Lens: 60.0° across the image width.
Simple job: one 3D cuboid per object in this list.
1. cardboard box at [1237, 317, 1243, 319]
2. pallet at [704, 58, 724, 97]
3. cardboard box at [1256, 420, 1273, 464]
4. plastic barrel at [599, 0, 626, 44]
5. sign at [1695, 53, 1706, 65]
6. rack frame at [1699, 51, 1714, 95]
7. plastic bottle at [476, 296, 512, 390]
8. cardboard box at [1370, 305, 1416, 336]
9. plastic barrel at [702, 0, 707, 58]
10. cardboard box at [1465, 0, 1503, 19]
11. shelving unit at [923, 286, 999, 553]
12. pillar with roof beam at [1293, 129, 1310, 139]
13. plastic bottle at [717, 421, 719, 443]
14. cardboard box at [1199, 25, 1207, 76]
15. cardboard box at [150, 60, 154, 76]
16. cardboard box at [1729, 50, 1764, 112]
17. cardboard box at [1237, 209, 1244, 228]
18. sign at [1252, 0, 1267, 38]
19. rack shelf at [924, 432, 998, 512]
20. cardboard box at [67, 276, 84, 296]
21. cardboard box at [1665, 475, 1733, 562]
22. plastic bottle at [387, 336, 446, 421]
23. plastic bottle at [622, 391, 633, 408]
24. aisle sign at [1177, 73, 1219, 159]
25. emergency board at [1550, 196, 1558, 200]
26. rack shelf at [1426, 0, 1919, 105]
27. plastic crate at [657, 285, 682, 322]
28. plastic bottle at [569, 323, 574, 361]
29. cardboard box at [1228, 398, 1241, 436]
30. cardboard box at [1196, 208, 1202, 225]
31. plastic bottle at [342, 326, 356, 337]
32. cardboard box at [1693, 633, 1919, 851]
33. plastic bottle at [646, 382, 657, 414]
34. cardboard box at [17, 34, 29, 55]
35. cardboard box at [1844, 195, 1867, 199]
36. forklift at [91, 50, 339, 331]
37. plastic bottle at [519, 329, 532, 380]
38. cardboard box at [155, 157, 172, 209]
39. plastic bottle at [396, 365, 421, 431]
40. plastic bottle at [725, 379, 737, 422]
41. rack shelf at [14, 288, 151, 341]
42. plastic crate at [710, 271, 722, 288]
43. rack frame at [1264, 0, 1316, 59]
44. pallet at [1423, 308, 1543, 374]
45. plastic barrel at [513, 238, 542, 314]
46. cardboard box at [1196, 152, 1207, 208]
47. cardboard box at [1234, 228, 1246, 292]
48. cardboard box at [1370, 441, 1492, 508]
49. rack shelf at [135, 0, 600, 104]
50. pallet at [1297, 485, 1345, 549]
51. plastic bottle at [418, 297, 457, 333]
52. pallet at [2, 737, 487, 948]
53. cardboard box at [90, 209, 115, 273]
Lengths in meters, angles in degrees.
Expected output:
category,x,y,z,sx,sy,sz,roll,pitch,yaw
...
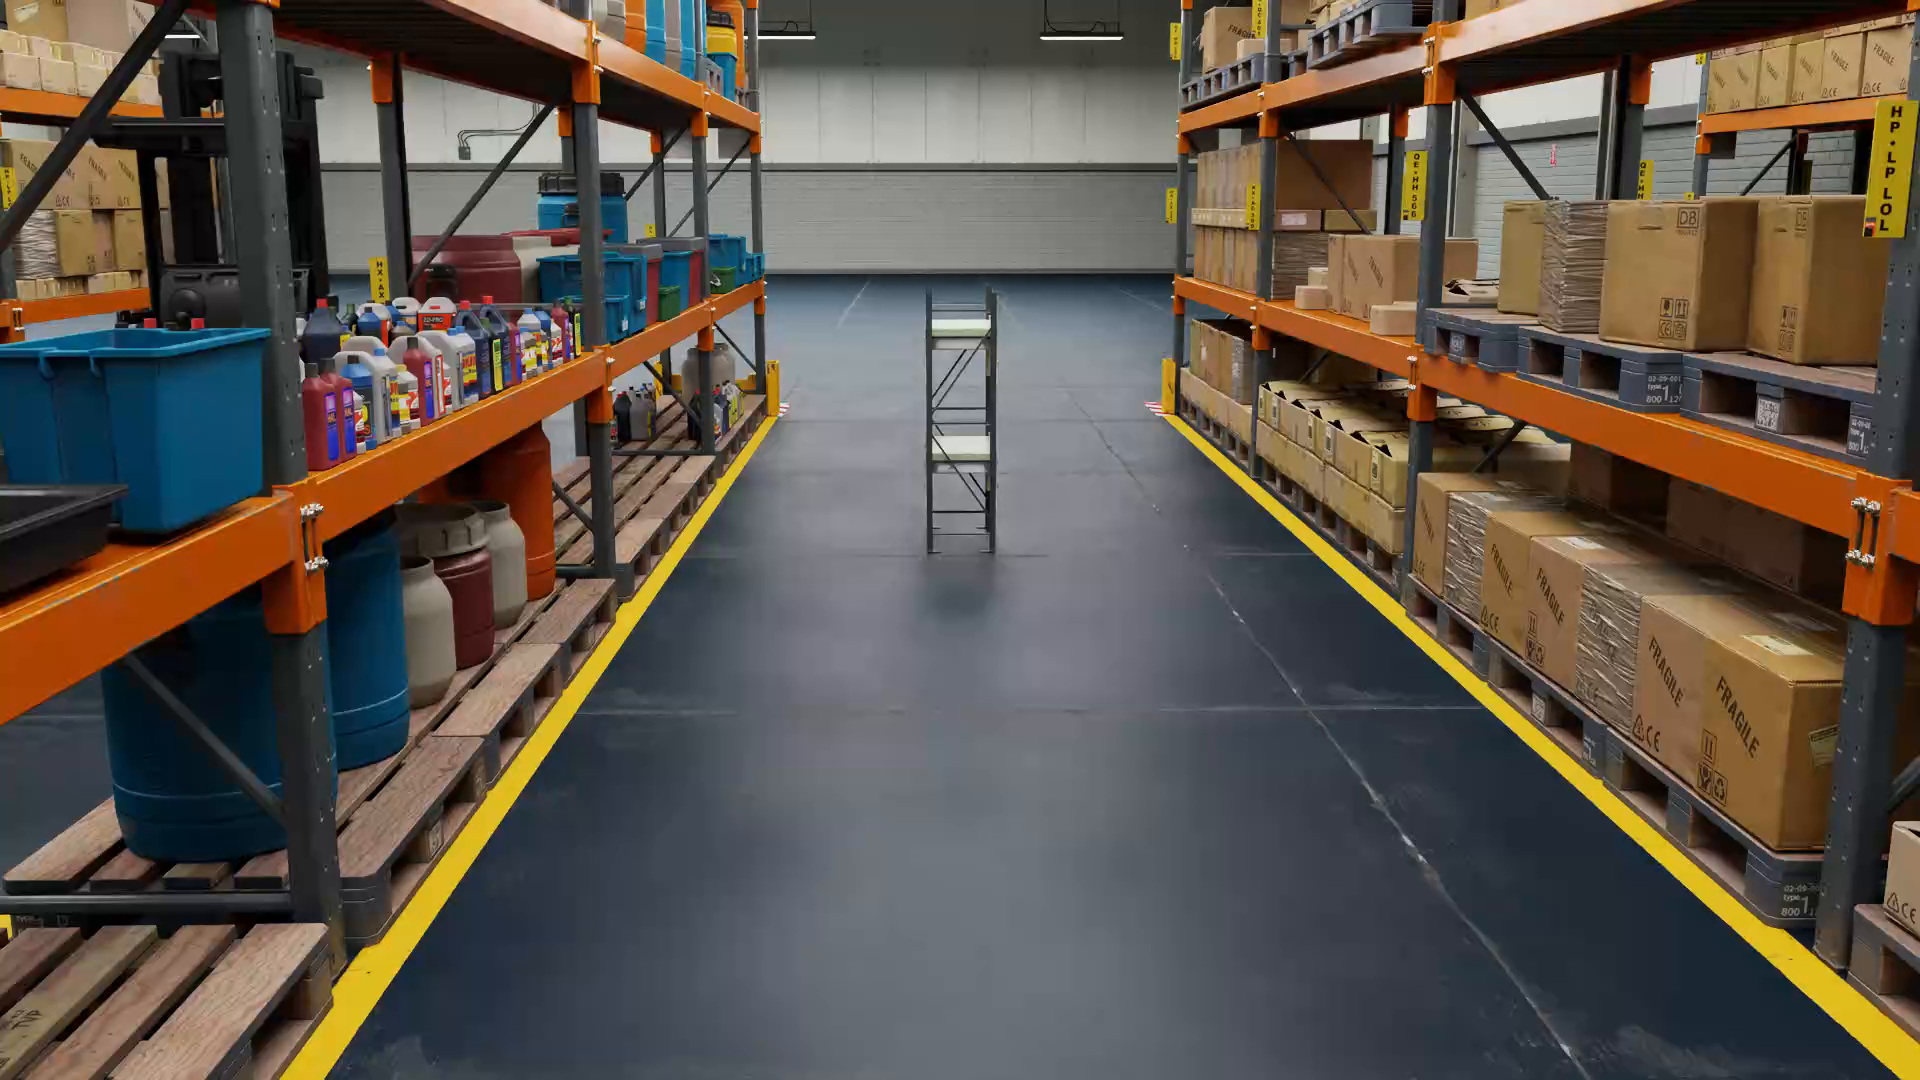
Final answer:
category,x,y,z,sx,sy,sz,roll,pitch,yaw
cardboard box,2.878,-1.842,15.569,0.500,0.500,0.500,0,11,-1
pallet,-2.413,-3.428,12.341,1.213,0.211,1.003,0,11,-1
cardboard box,2.413,-0.704,11.843,0.500,0.250,0.500,-1,11,-3
plastic barrel,-2.018,-2.992,8.457,0.600,0.901,0.600,0,11,0
sign,6.980,-4.639,15.639,0.100,0.325,0.005,0,11,-1
rack frame,7.522,-5.683,15.439,1.000,3.000,0.127,0,11,-1
plastic bottle,-1.797,-0.750,6.336,0.144,0.351,0.185,0,11,-1
cardboard box,2.440,-1.186,8.993,0.380,0.149,0.250,0,11,-1
plastic barrel,-2.214,-4.027,12.503,0.600,0.901,0.708,0,11,-1
cardboard box,2.778,-2.564,7.358,0.910,0.500,0.500,0,11,-1
shelving unit,0.000,-0.736,9.917,0.431,1.500,0.755,0,11,-1
pillar with roof beam,3.601,-10.301,38.199,9.100,9.000,0.548,0,11,-1
plastic bottle,-1.871,-0.837,12.570,0.097,0.201,0.097,0,11,0
cardboard box,2.577,-4.403,15.004,0.797,0.503,0.637,1,11,3
cardboard box,-7.104,-4.014,14.132,0.380,0.149,0.250,0,11,0
cardboard box,7.254,-4.097,14.865,0.500,0.500,0.500,1,11,3
cardboard box,2.413,-2.549,13.197,0.380,0.149,0.250,0,11,-1
sign,2.097,-3.686,11.642,0.100,0.325,0.005,0,11,-1
rack shelf,0.000,-0.417,9.981,0.431,0.370,0.720,0,11,-1
cardboard box,-6.995,-1.957,12.791,0.380,0.149,0.250,0,11,-1
cardboard box,3.020,-0.090,6.254,0.500,0.250,0.500,0,11,-2
plastic bottle,-1.783,-0.534,5.457,0.152,0.276,0.135,0,11,-1
plastic bottle,-2.606,-0.989,12.948,0.144,0.351,0.185,-1,11,-4
aisle sign,2.262,-4.008,15.731,0.394,0.787,0.004,0,11,-1
emergency board,8.264,-4.291,23.668,0.194,1.169,0.643,0,11,-1
rack shelf,2.776,-1.852,5.906,1.077,0.370,4.000,0,11,-1
plastic crate,-1.982,-1.458,10.236,0.450,0.188,0.662,0,11,-1
plastic bottle,-1.799,-0.913,7.514,0.097,0.201,0.097,0,11,0
cardboard box,2.424,-0.976,13.183,0.500,0.250,0.500,0,11,-1
cardboard box,2.370,-2.957,15.209,0.380,0.149,0.250,-1,11,-3
plastic bottle,-2.544,-0.786,6.887,0.097,0.201,0.097,0,11,0
cardboard box,2.521,0.576,4.856,0.500,0.500,0.500,0,11,-1
plastic bottle,-2.657,-1.219,14.279,0.097,0.271,0.097,0,11,0
cardboard box,-7.024,-3.597,12.076,0.380,0.149,0.250,-1,11,-4
cardboard box,7.270,-2.444,13.000,0.500,0.500,0.500,0,11,-1
forklift,-4.597,-1.555,10.351,1.130,2.935,3.031,0,11,-1
plastic bottle,-1.782,-0.751,6.716,0.097,0.201,0.097,0,11,0
cardboard box,-7.052,-3.060,14.082,0.500,0.500,0.500,0,11,-1
plastic bottle,-1.750,-0.448,5.221,0.097,0.201,0.097,0,11,0
plastic bottle,-1.919,-1.146,13.718,0.144,0.351,0.185,0,11,1
rack shelf,-7.293,-1.932,13.846,1.077,0.370,4.000,0,11,-1
plastic crate,-2.184,-1.981,12.437,0.767,0.338,0.504,0,11,-1
rack frame,2.652,-4.867,11.415,1.000,3.000,0.127,0,11,-1
pallet,2.819,-0.903,7.449,1.213,0.211,1.003,0,11,-1
plastic barrel,-2.452,-1.370,8.988,0.421,0.512,0.421,0,11,0
cardboard box,2.567,-3.303,15.283,0.700,0.500,0.500,0,11,-1
cardboard box,2.613,-2.268,13.445,0.700,0.500,0.500,0,11,0
cardboard box,2.478,-0.368,8.777,0.500,0.311,0.500,0,11,0
rack shelf,-2.176,-1.832,5.809,1.077,0.370,4.000,0,11,-1
pallet,2.735,-0.171,10.370,1.003,0.211,1.213,0,11,-1
plastic bottle,-2.380,-0.964,7.581,0.152,0.276,0.135,0,11,-1
pallet,-2.109,0.896,5.111,1.003,0.211,1.213,0,11,-1
cardboard box,-7.286,-2.370,13.196,0.875,0.500,0.500,0,11,-1
